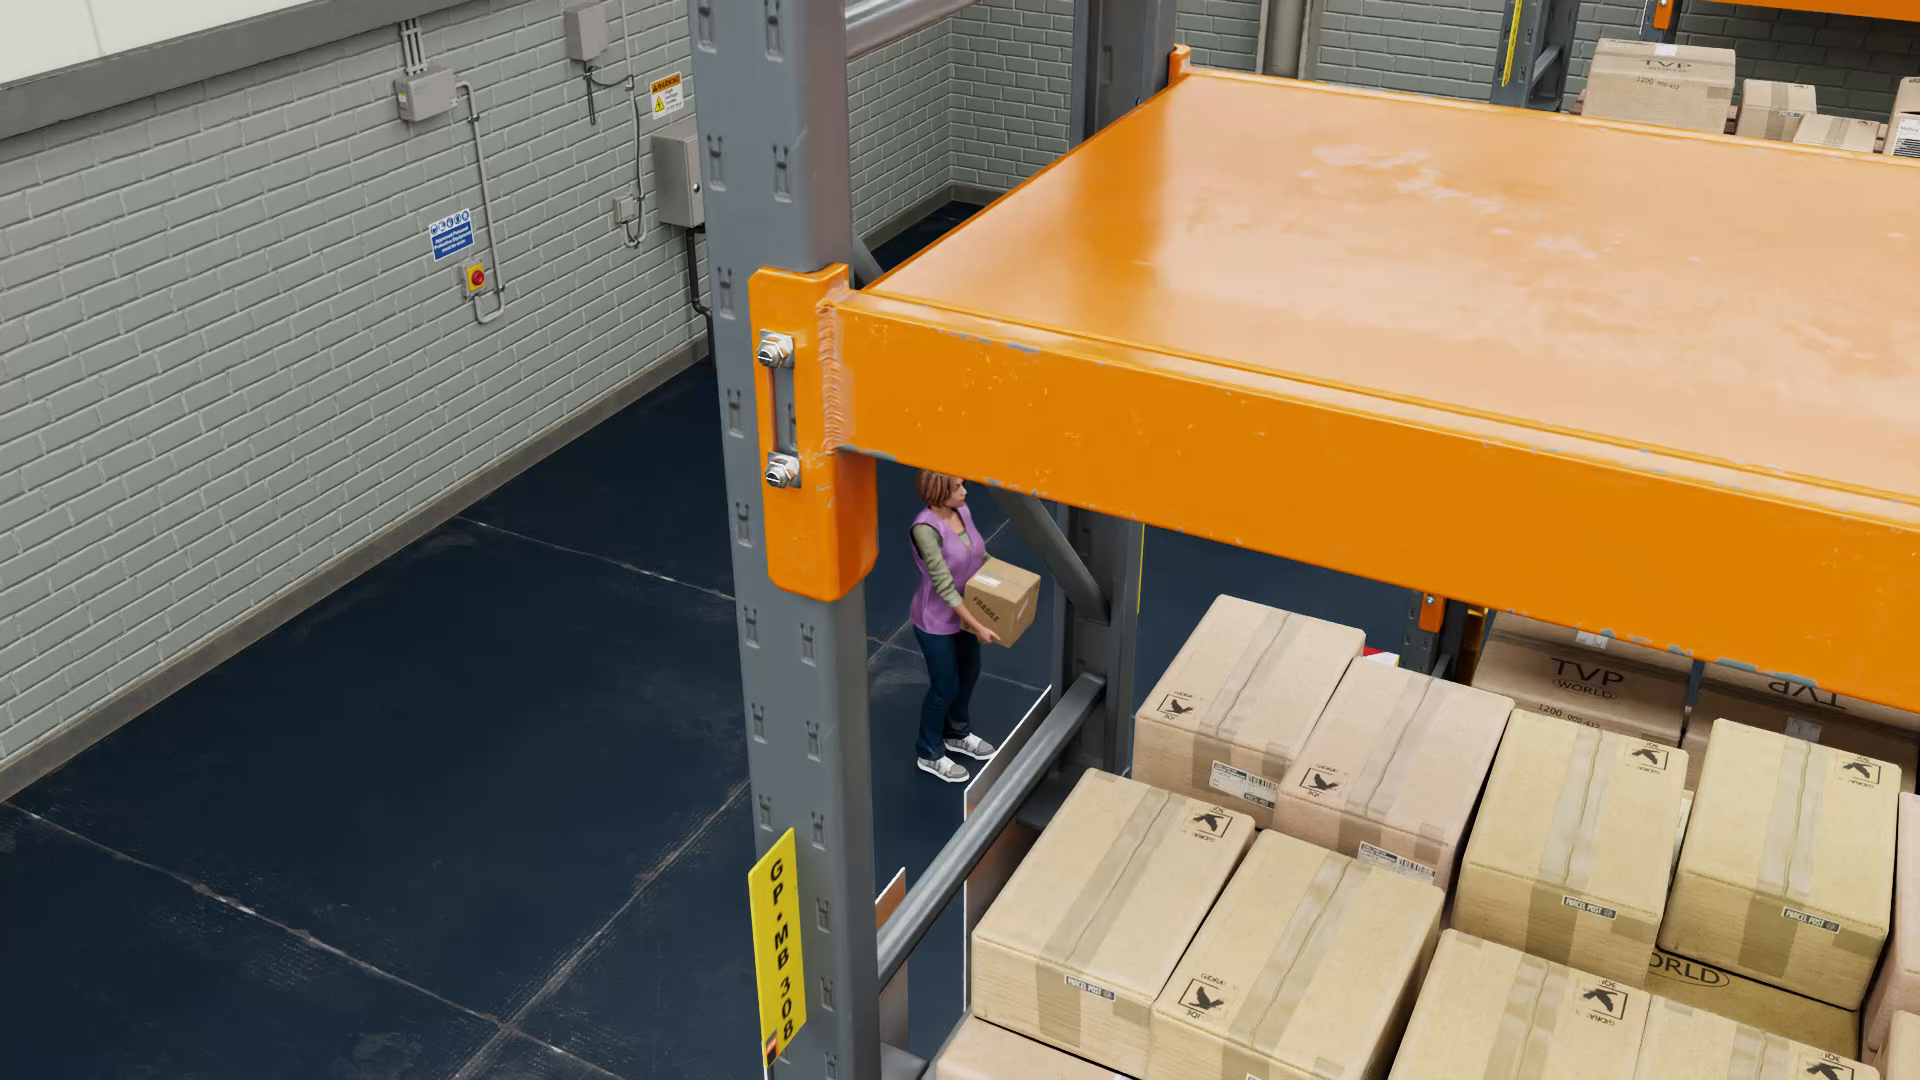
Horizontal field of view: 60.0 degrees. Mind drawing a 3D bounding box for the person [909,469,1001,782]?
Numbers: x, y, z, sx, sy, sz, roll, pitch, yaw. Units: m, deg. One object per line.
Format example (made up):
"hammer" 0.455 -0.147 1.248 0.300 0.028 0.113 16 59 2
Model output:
"person" 0.022 0.378 7.503 0.495 1.595 0.403 15 34 24
